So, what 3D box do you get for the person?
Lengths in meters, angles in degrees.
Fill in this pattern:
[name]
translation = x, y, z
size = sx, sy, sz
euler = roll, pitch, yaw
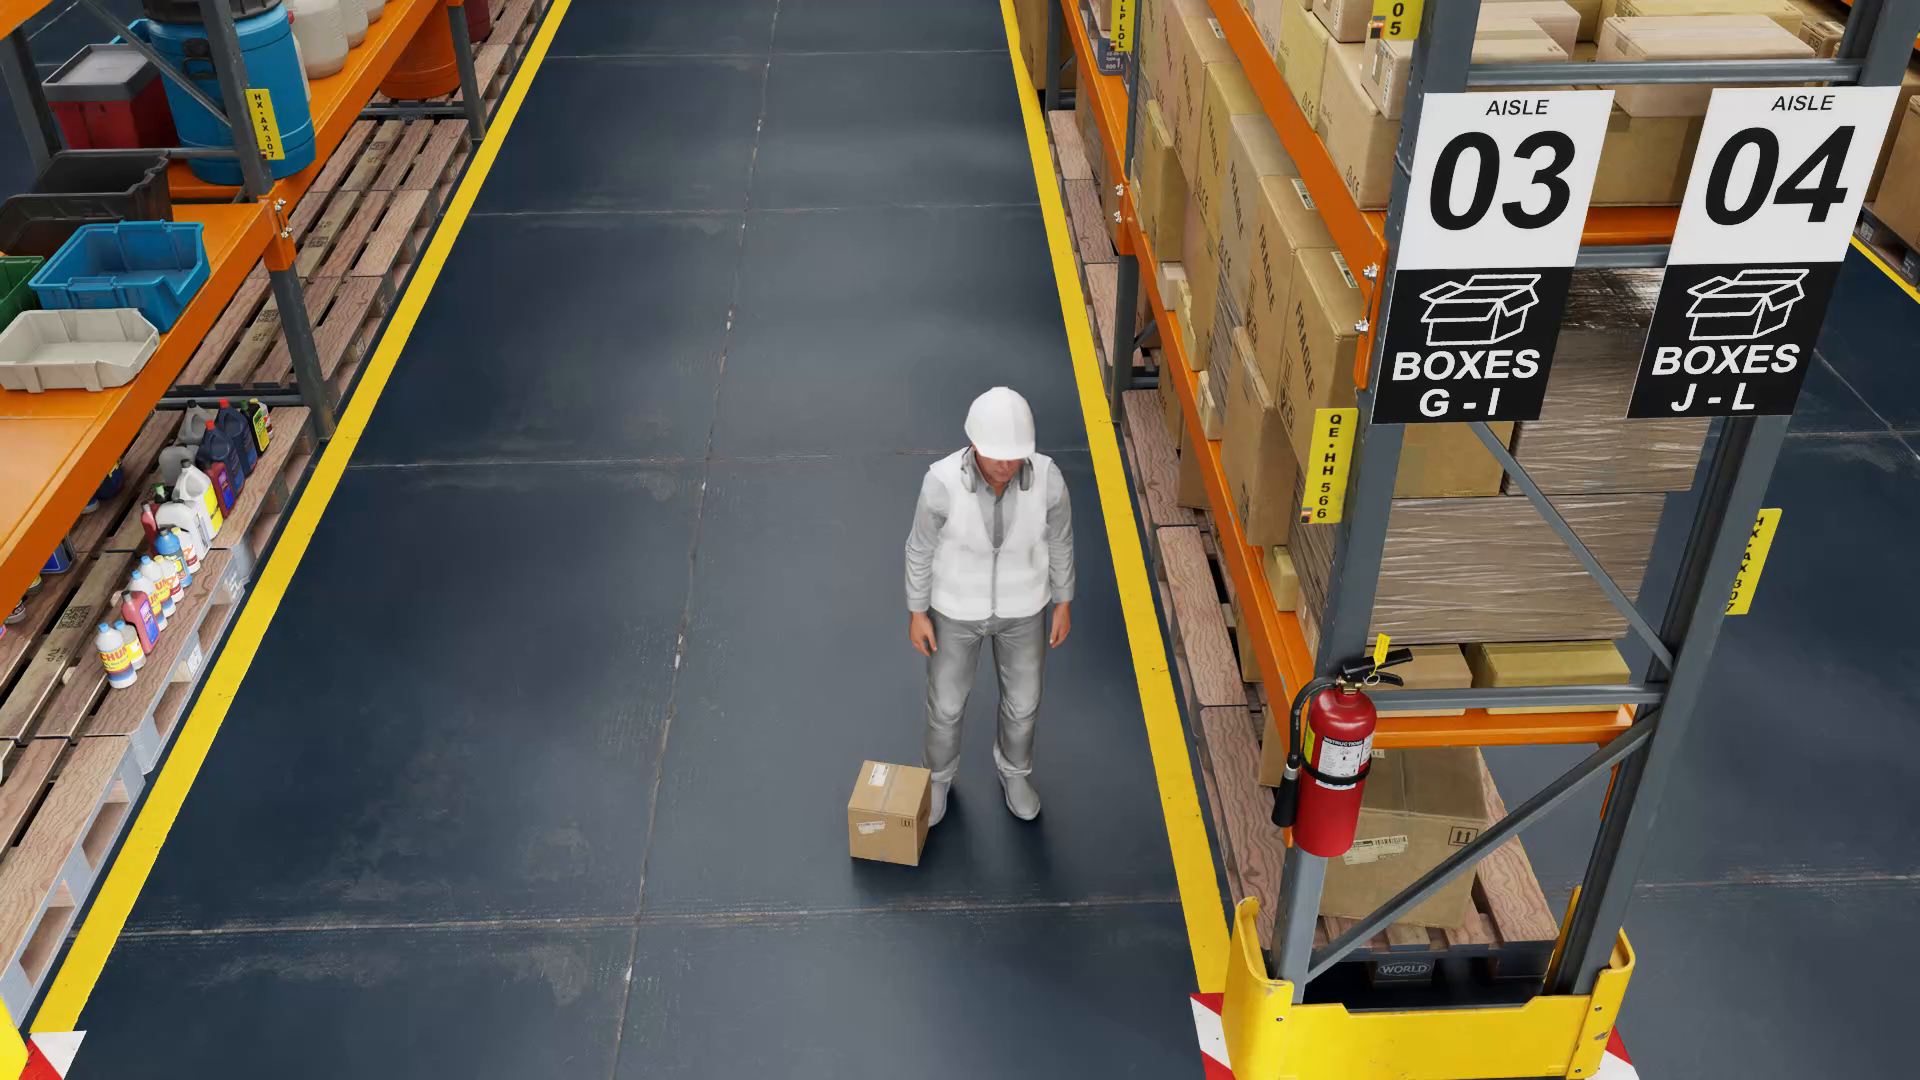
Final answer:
[person]
translation = 0.104, 0.231, 5.792
size = 0.592, 1.773, 0.459
euler = -4, 35, -5
